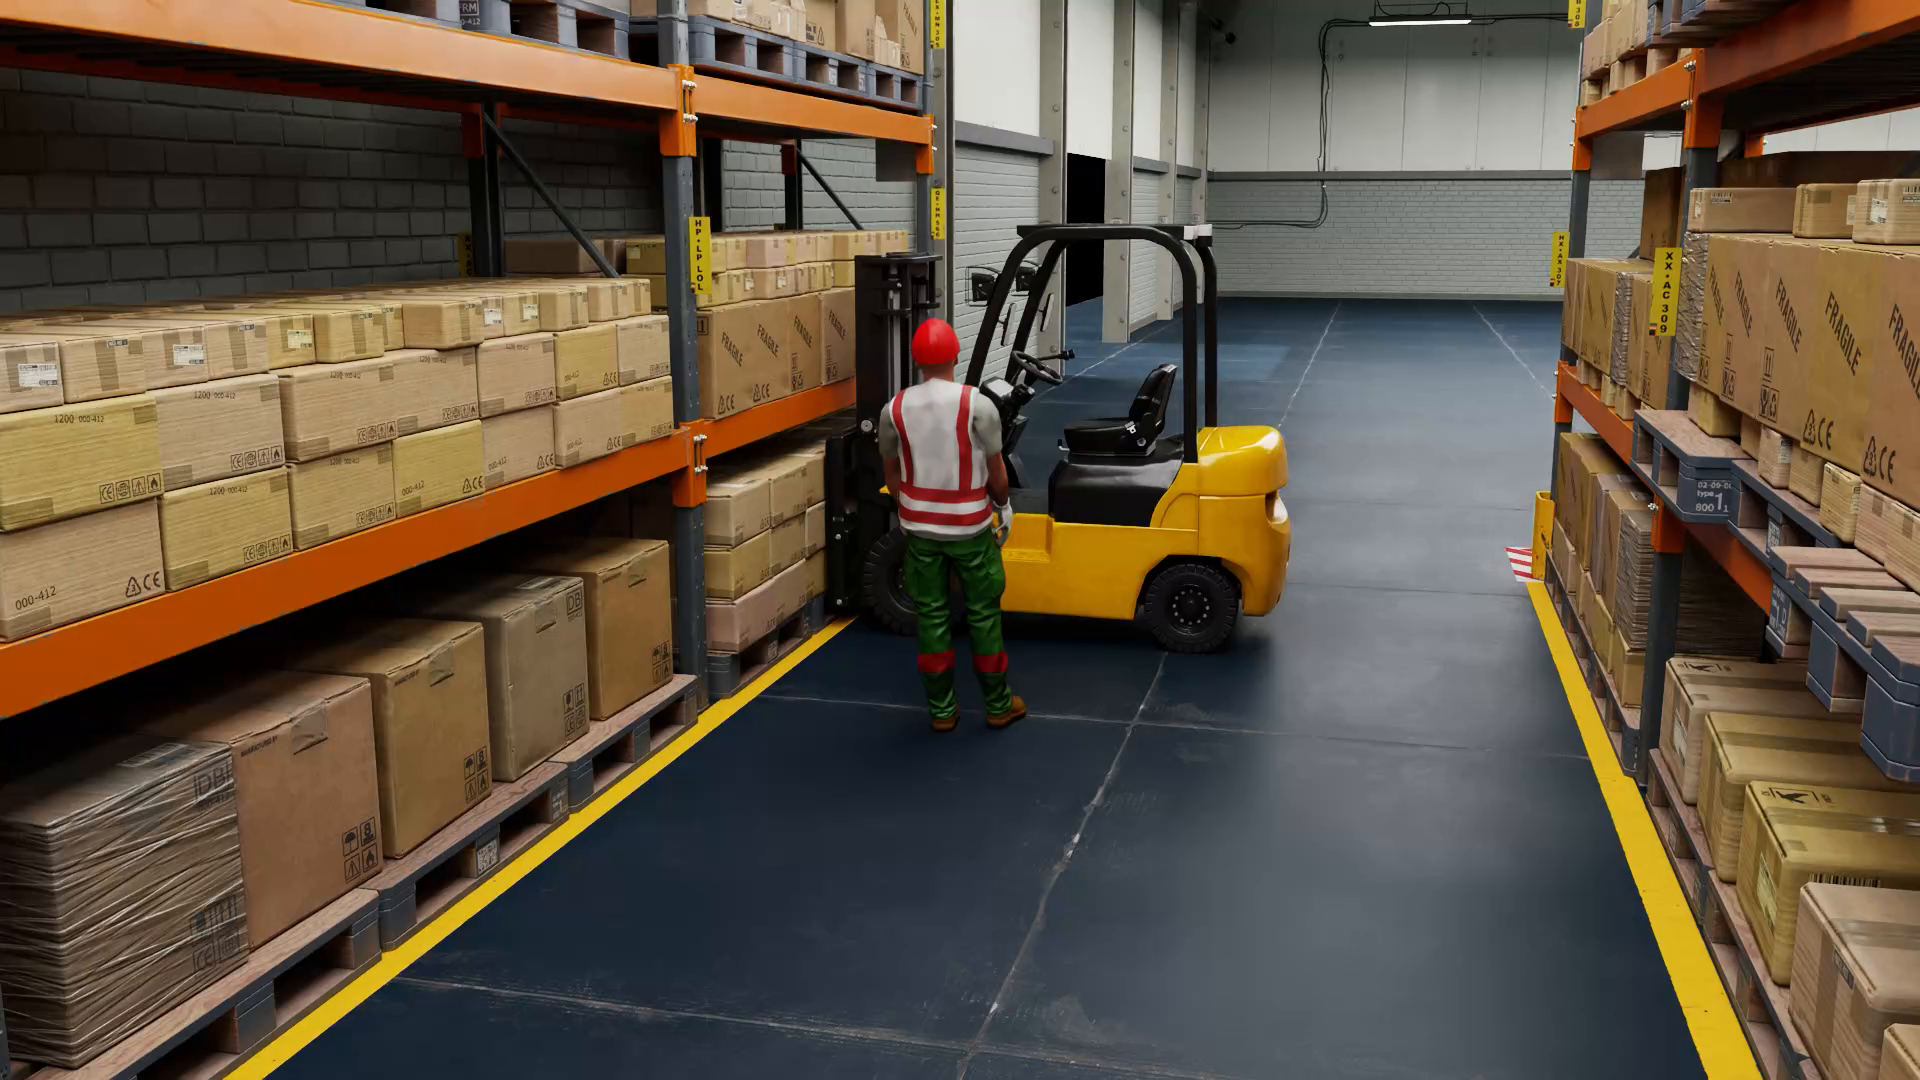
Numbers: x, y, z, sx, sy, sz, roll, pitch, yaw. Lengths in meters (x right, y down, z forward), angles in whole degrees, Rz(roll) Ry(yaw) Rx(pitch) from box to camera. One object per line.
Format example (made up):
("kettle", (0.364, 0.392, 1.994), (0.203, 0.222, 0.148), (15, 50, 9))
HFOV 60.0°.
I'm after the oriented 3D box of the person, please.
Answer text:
("person", (-0.029, -0.067, 7.181), (0.584, 1.789, 0.556), (3, 12, 14))
